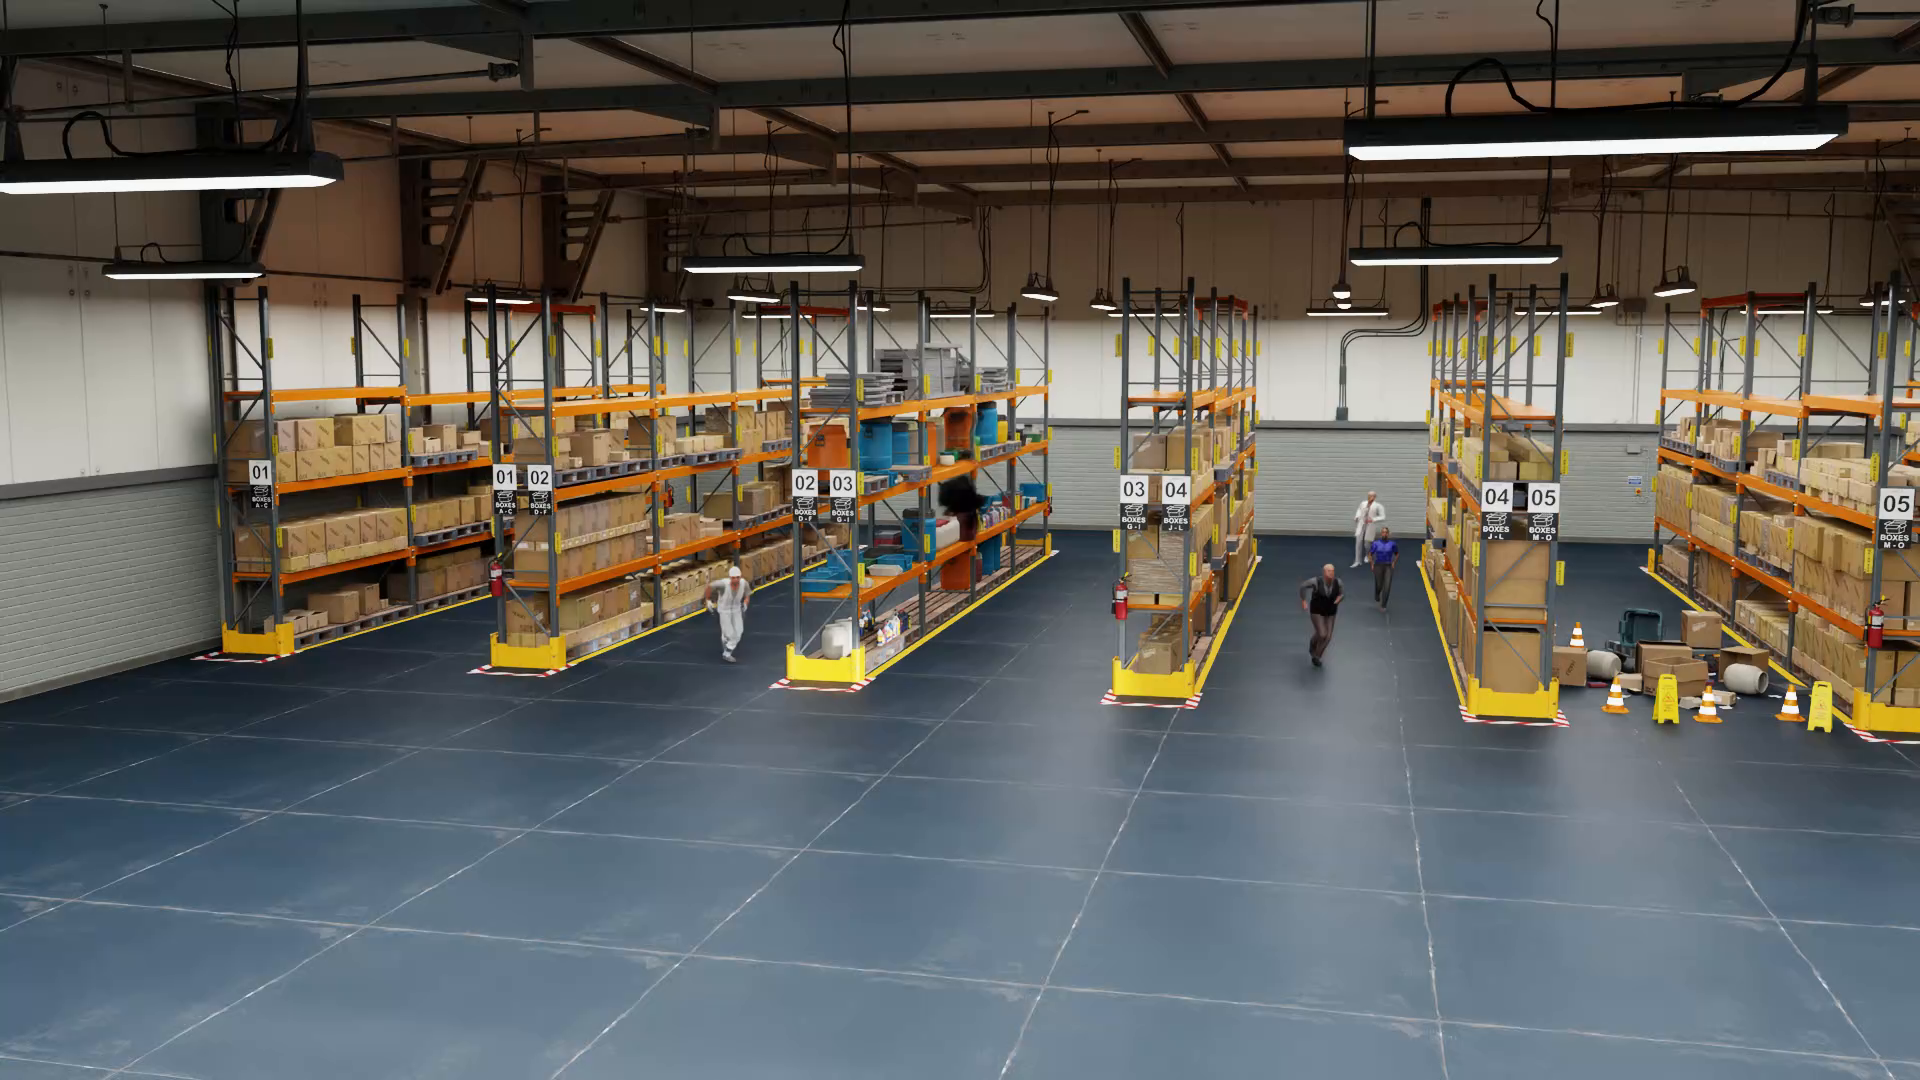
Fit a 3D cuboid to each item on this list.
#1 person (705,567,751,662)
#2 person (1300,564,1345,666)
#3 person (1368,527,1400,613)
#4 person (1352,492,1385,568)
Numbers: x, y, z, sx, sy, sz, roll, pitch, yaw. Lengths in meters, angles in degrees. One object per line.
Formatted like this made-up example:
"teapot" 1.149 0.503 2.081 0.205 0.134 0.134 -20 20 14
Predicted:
"person" -3.679 1.186 26.448 0.694 1.590 0.827 -3 7 -24
"person" 5.730 1.188 26.173 0.645 1.646 0.737 -1 7 -11
"person" 8.119 0.557 31.863 0.585 1.621 0.604 1 7 9
"person" 9.452 -0.246 38.371 0.743 1.766 0.907 5 9 39
